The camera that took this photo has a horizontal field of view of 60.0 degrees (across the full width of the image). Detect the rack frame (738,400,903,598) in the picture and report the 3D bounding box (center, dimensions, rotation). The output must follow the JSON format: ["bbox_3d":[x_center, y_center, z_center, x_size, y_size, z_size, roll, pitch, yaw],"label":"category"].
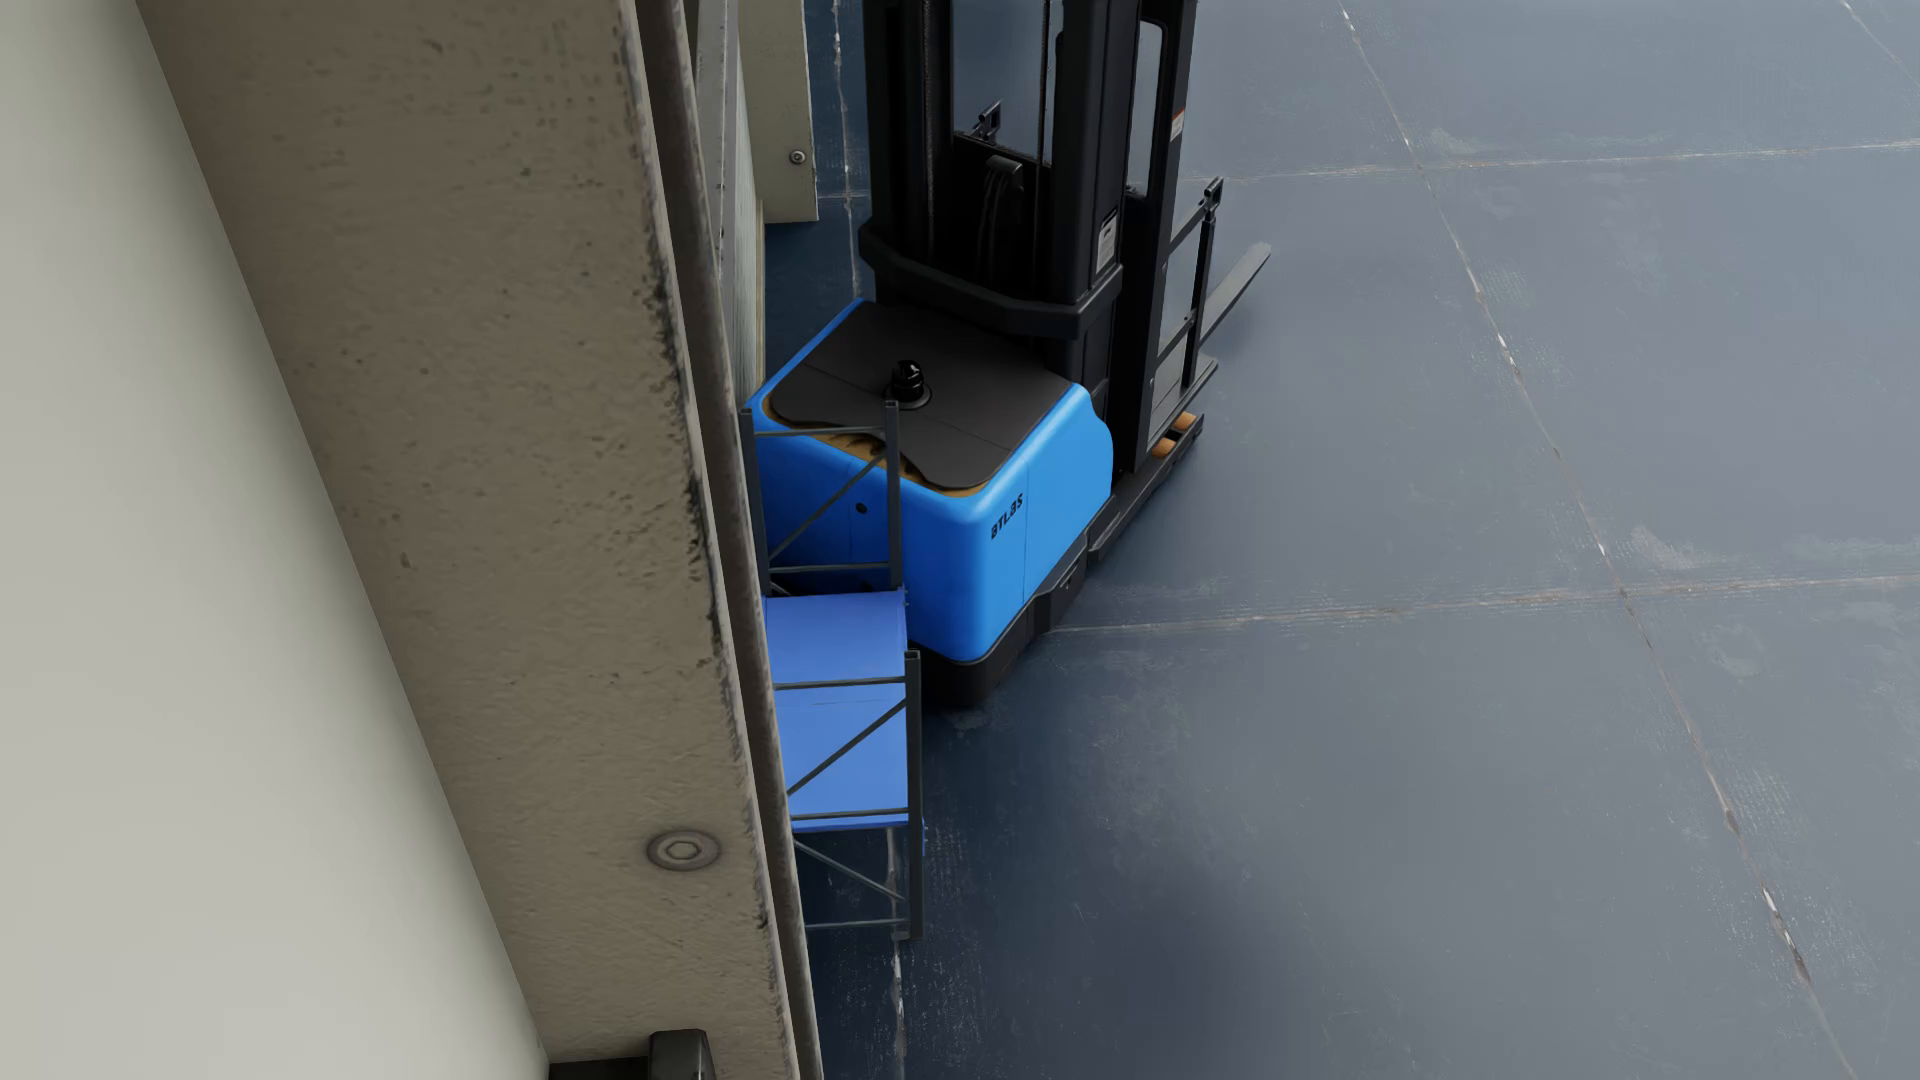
[{"bbox_3d":[-0.450,0.098,5.749,0.500,1.500,0.032,-3,47,-4],"label":"rack frame"}]

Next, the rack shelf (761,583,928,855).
[{"bbox_3d":[-0.409,0.591,5.534,0.538,0.185,1.000,-3,47,-4],"label":"rack shelf"}]

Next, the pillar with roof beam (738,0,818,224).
[{"bbox_3d":[3.402,-5.106,5.525,9.100,9.000,0.400,-3,47,-3],"label":"pillar with roof beam"}]

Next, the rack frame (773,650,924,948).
[{"bbox_3d":[-0.365,0.838,5.057,0.500,1.500,0.032,-3,47,-4],"label":"rack frame"}]

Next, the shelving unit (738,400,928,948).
[{"bbox_3d":[-0.407,0.468,5.403,0.538,1.500,1.048,-3,47,-4],"label":"shelving unit"}]

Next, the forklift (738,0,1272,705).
[{"bbox_3d":[0.403,-1.447,6.238,1.130,2.935,3.031,24,51,21],"label":"forklift"}]
